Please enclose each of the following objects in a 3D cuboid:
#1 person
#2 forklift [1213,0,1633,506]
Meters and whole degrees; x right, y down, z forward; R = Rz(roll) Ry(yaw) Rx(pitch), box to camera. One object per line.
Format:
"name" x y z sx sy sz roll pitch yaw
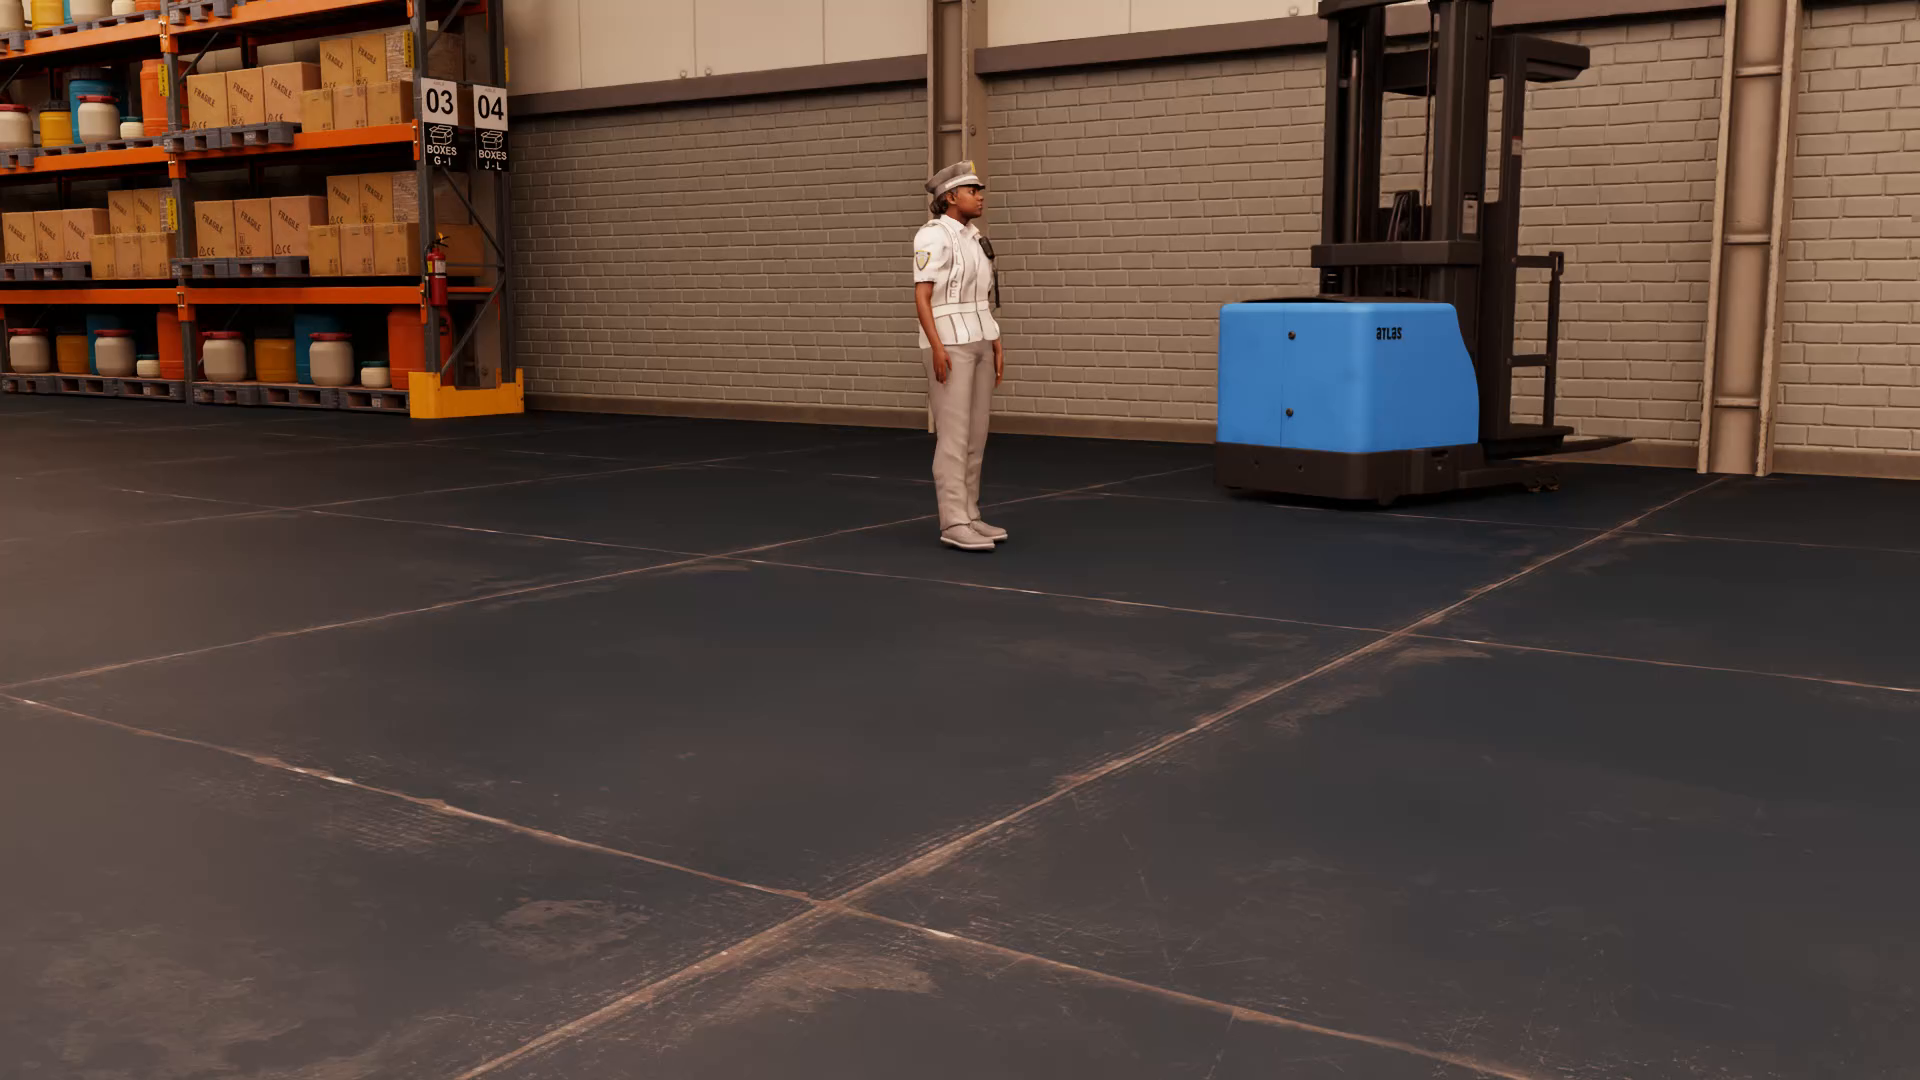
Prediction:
"person" 0.052 -0.838 7.426 0.528 1.697 0.570 5 10 34
"forklift" 2.874 -1.771 9.648 3.031 2.935 1.130 -7 10 -39
